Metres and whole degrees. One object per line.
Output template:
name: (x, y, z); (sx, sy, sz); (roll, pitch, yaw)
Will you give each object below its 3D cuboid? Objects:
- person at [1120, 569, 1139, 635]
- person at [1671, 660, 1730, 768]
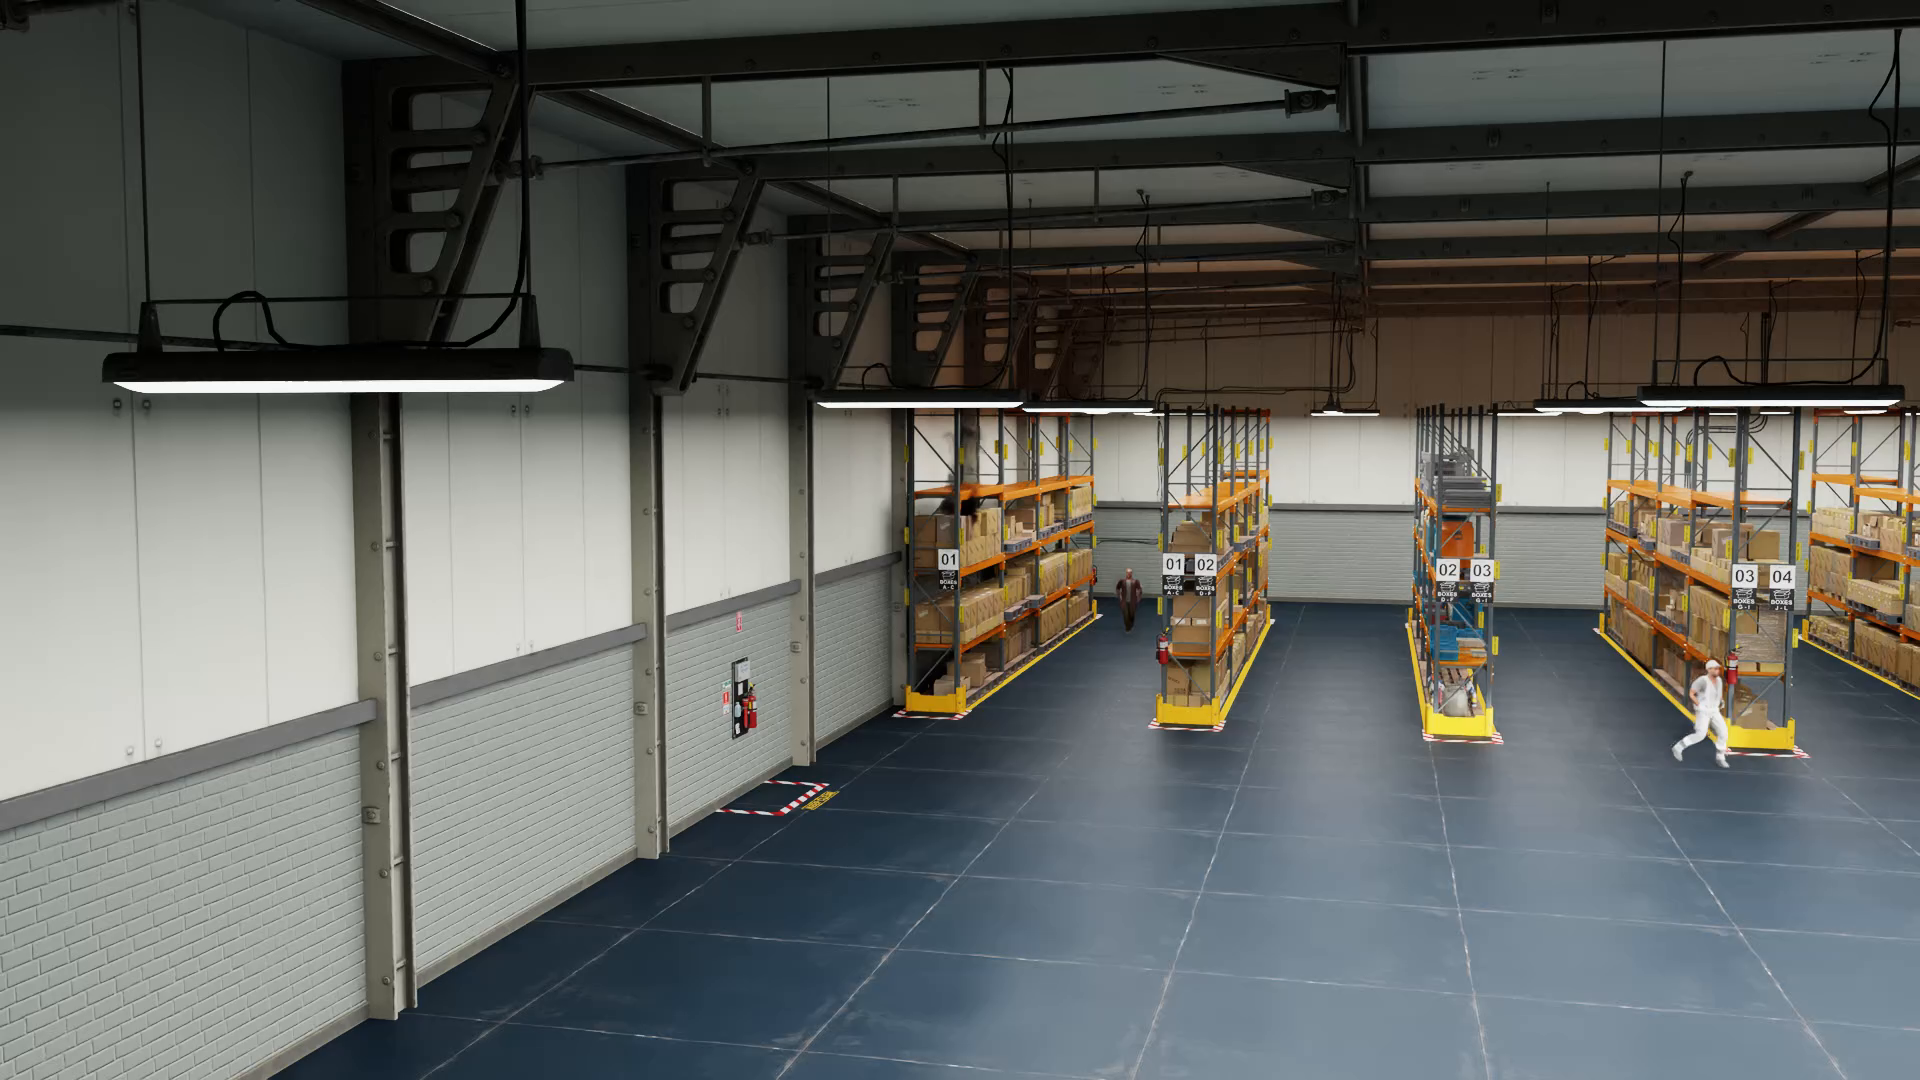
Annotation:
person: (4.495, 1.638, 44.355); (0.671, 1.743, 0.720); (1, 4, 8)
person: (12.310, 2.864, 27.481); (0.856, 1.778, 0.732); (-2, 5, -28)
